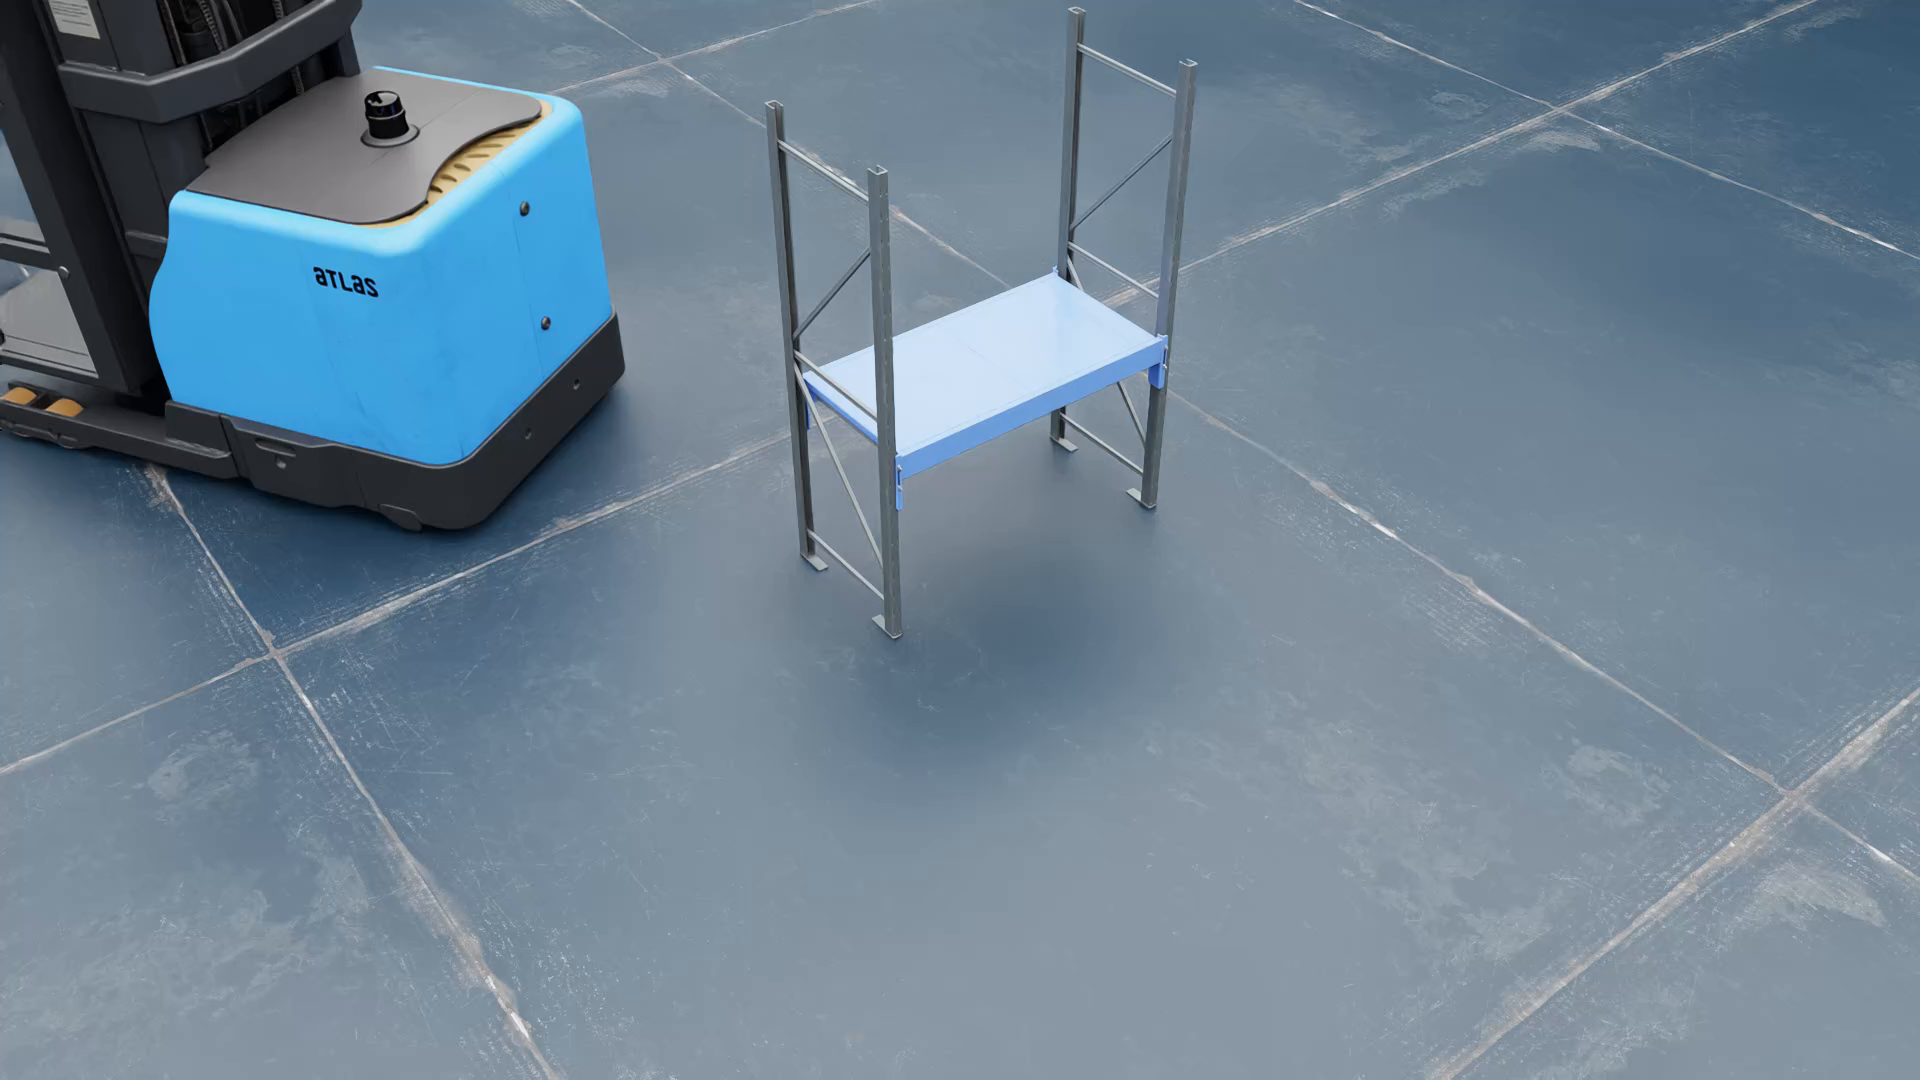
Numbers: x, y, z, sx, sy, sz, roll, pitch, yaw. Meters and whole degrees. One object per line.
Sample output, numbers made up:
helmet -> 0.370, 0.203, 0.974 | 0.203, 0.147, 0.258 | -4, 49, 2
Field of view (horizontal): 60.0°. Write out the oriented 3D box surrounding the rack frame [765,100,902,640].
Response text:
rack frame -> -0.335, -0.416, 4.575 | 0.032, 1.500, 0.500 | -26, 46, -28

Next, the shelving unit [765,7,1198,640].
shelving unit -> 0.068, -0.613, 4.815 | 1.048, 1.500, 0.538 | -26, 46, -28

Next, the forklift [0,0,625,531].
forklift -> -2.752, -1.740, 5.060 | 3.031, 2.935, 1.130 | 13, 41, 16

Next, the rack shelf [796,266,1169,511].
rack shelf -> 0.068, -0.474, 4.929 | 1.000, 0.185, 0.538 | -26, 46, -28

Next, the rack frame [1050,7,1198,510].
rack frame -> 0.471, -0.809, 5.054 | 0.032, 1.500, 0.500 | -26, 46, -28
